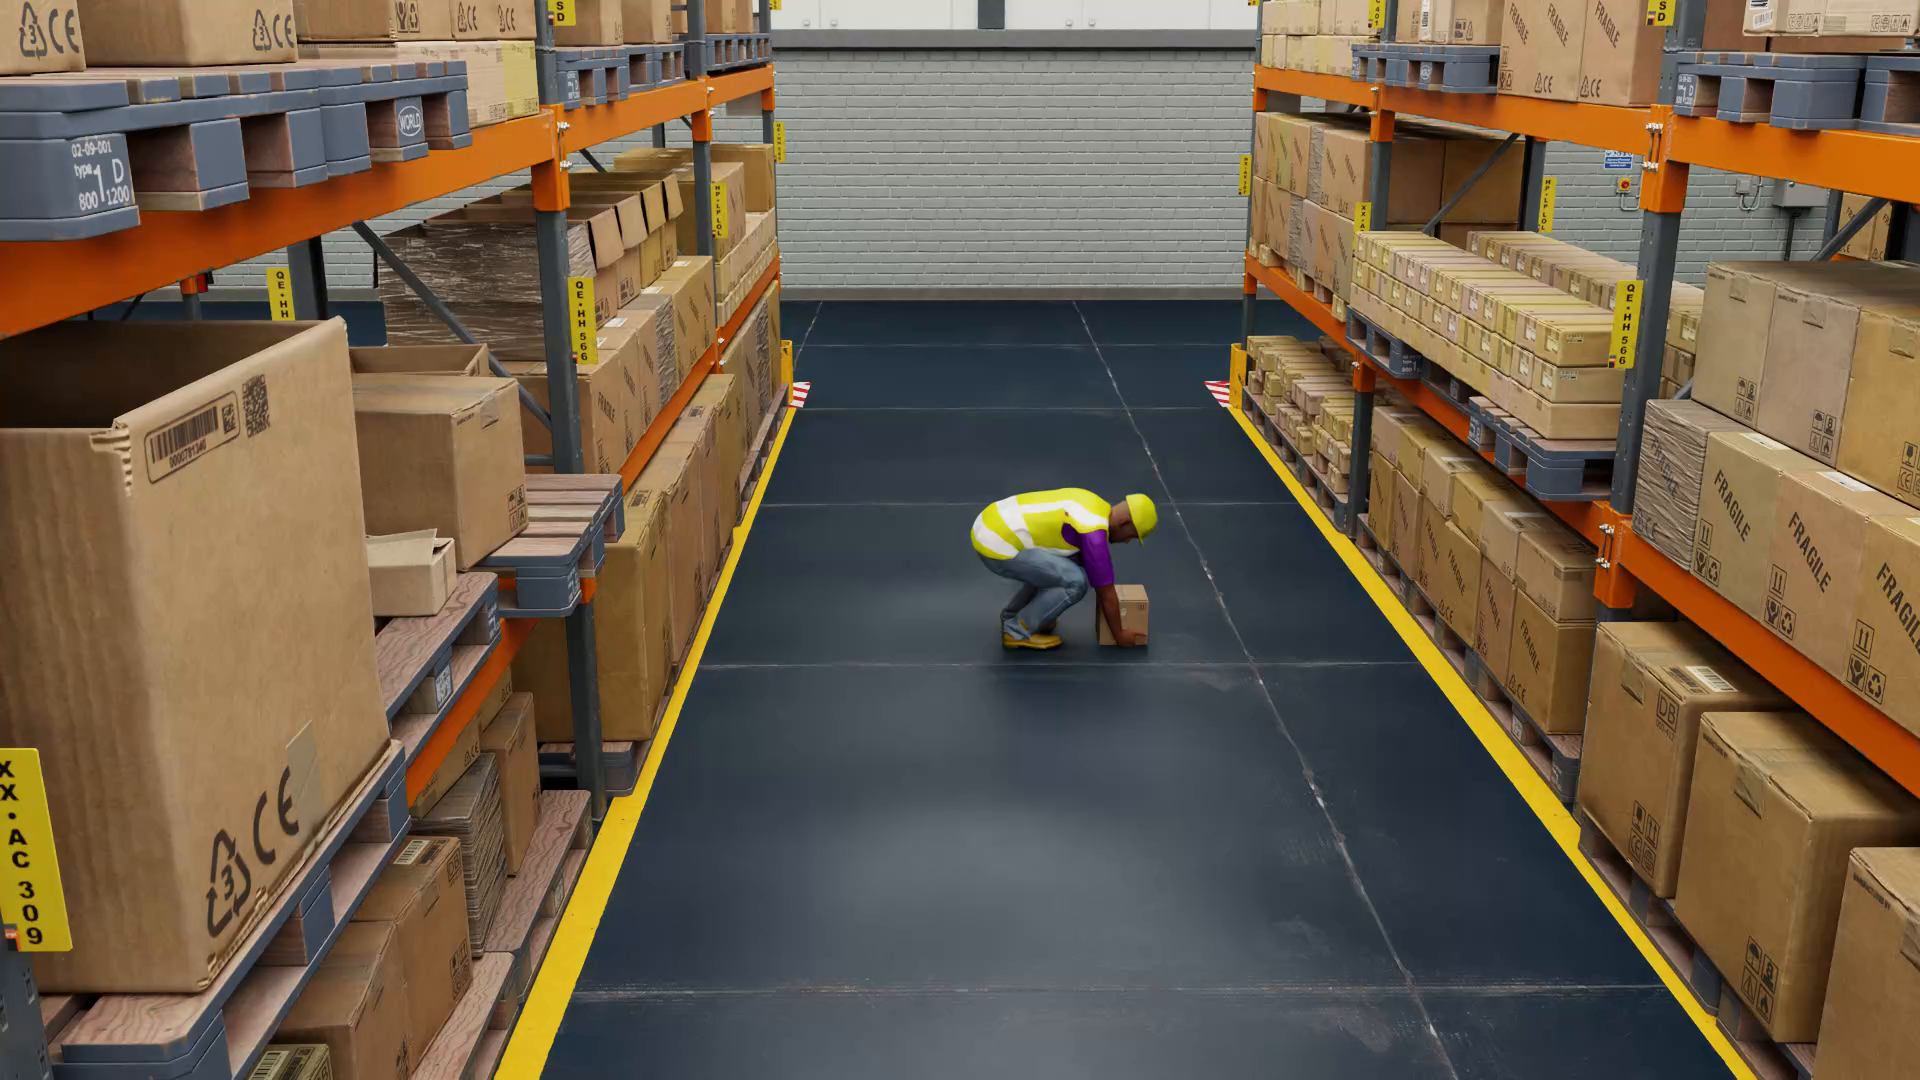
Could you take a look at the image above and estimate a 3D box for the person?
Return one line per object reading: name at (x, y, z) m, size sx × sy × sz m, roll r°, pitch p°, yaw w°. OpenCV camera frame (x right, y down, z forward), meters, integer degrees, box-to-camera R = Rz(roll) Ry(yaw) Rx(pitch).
person at (0.543, 0.138, 8.733) m, size 0.974 × 0.821 × 0.522 m, roll -1°, pitch 17°, yaw -2°
